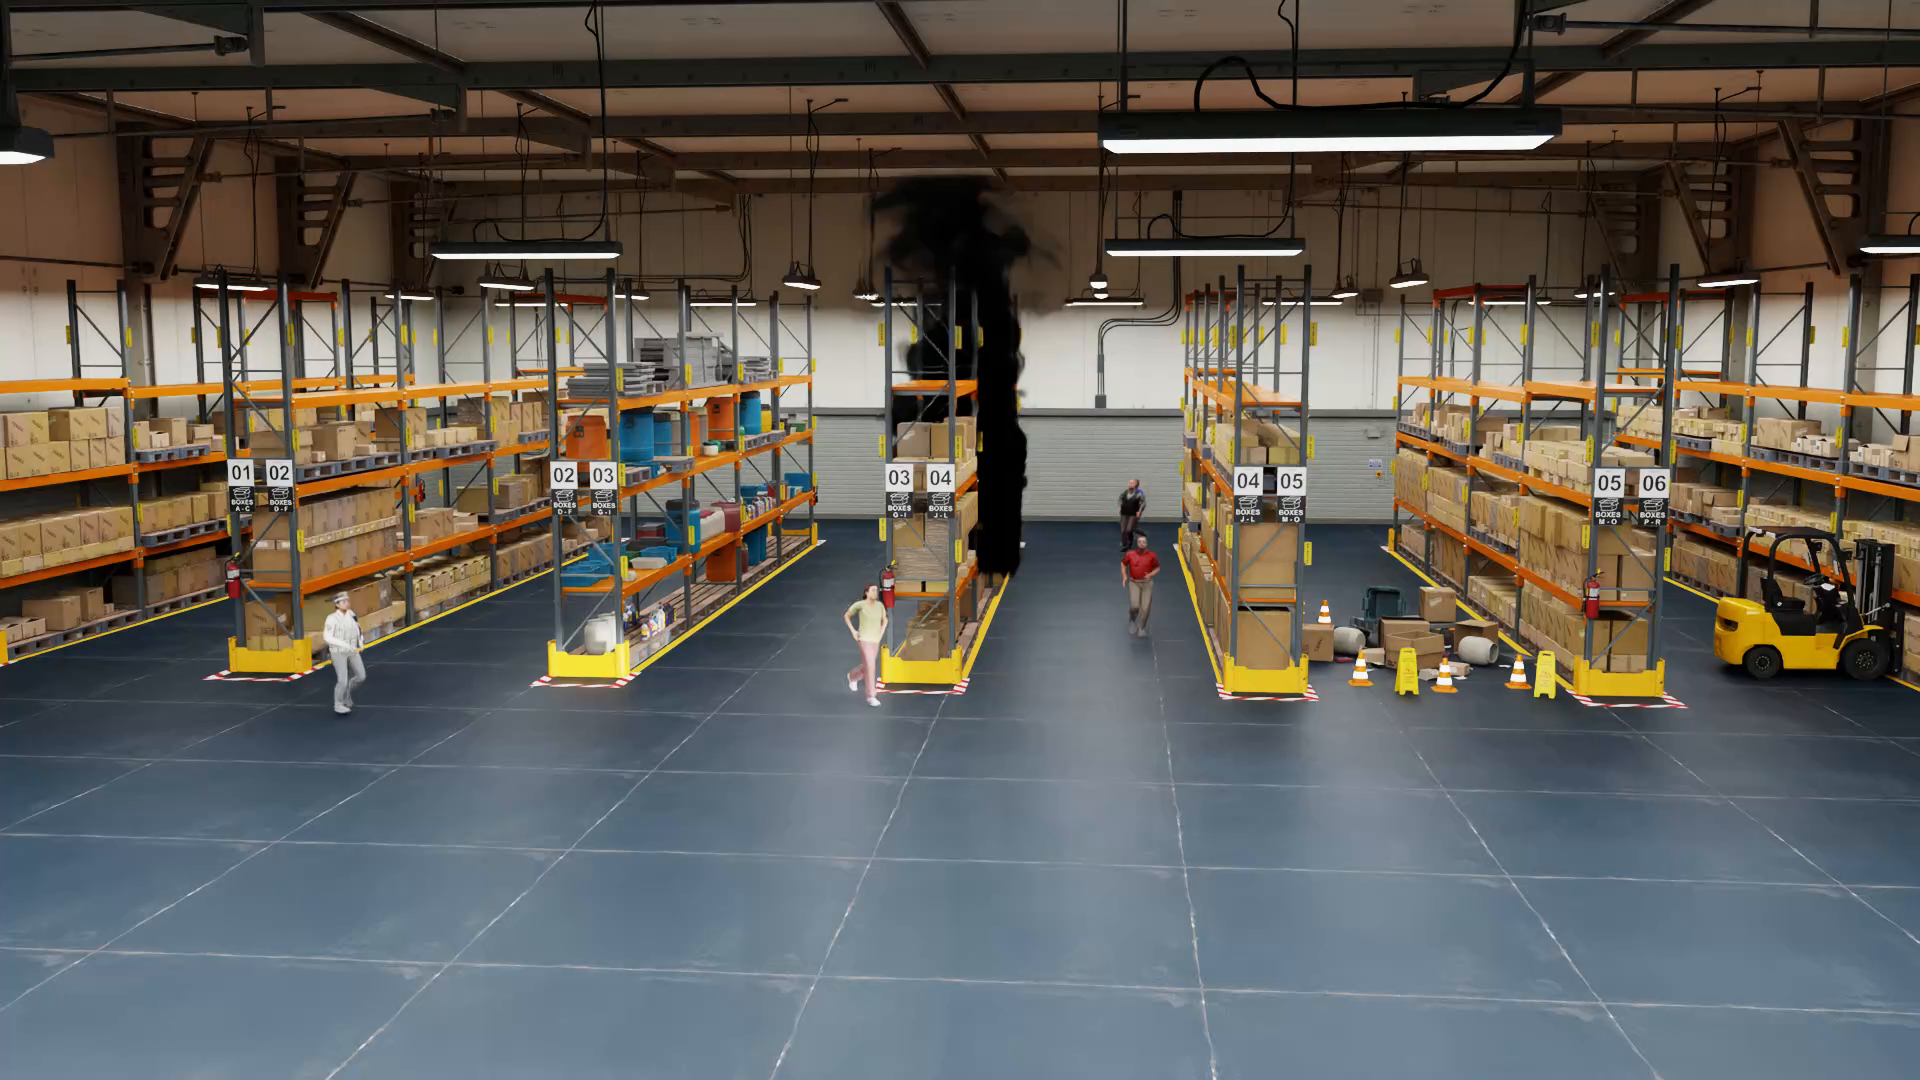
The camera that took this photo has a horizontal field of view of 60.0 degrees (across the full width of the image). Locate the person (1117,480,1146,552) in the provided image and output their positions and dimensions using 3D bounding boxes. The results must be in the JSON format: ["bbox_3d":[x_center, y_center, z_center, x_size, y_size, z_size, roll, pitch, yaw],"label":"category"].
[{"bbox_3d":[3.958,-0.554,38.922,0.685,1.692,0.523,3,8,26],"label":"person"}]

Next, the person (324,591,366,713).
[{"bbox_3d":[-8.133,1.488,22.135,0.540,1.647,0.659,4,8,32],"label":"person"}]

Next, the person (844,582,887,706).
[{"bbox_3d":[-1.278,1.411,23.058,0.614,1.655,0.901,-5,9,-35],"label":"person"}]

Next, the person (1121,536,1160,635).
[{"bbox_3d":[3.028,0.779,27.880,0.653,1.688,0.612,0,7,3],"label":"person"}]

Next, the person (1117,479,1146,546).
[{"bbox_3d":[4.239,-0.653,40.156,0.762,1.645,0.620,-5,8,-34],"label":"person"}]
